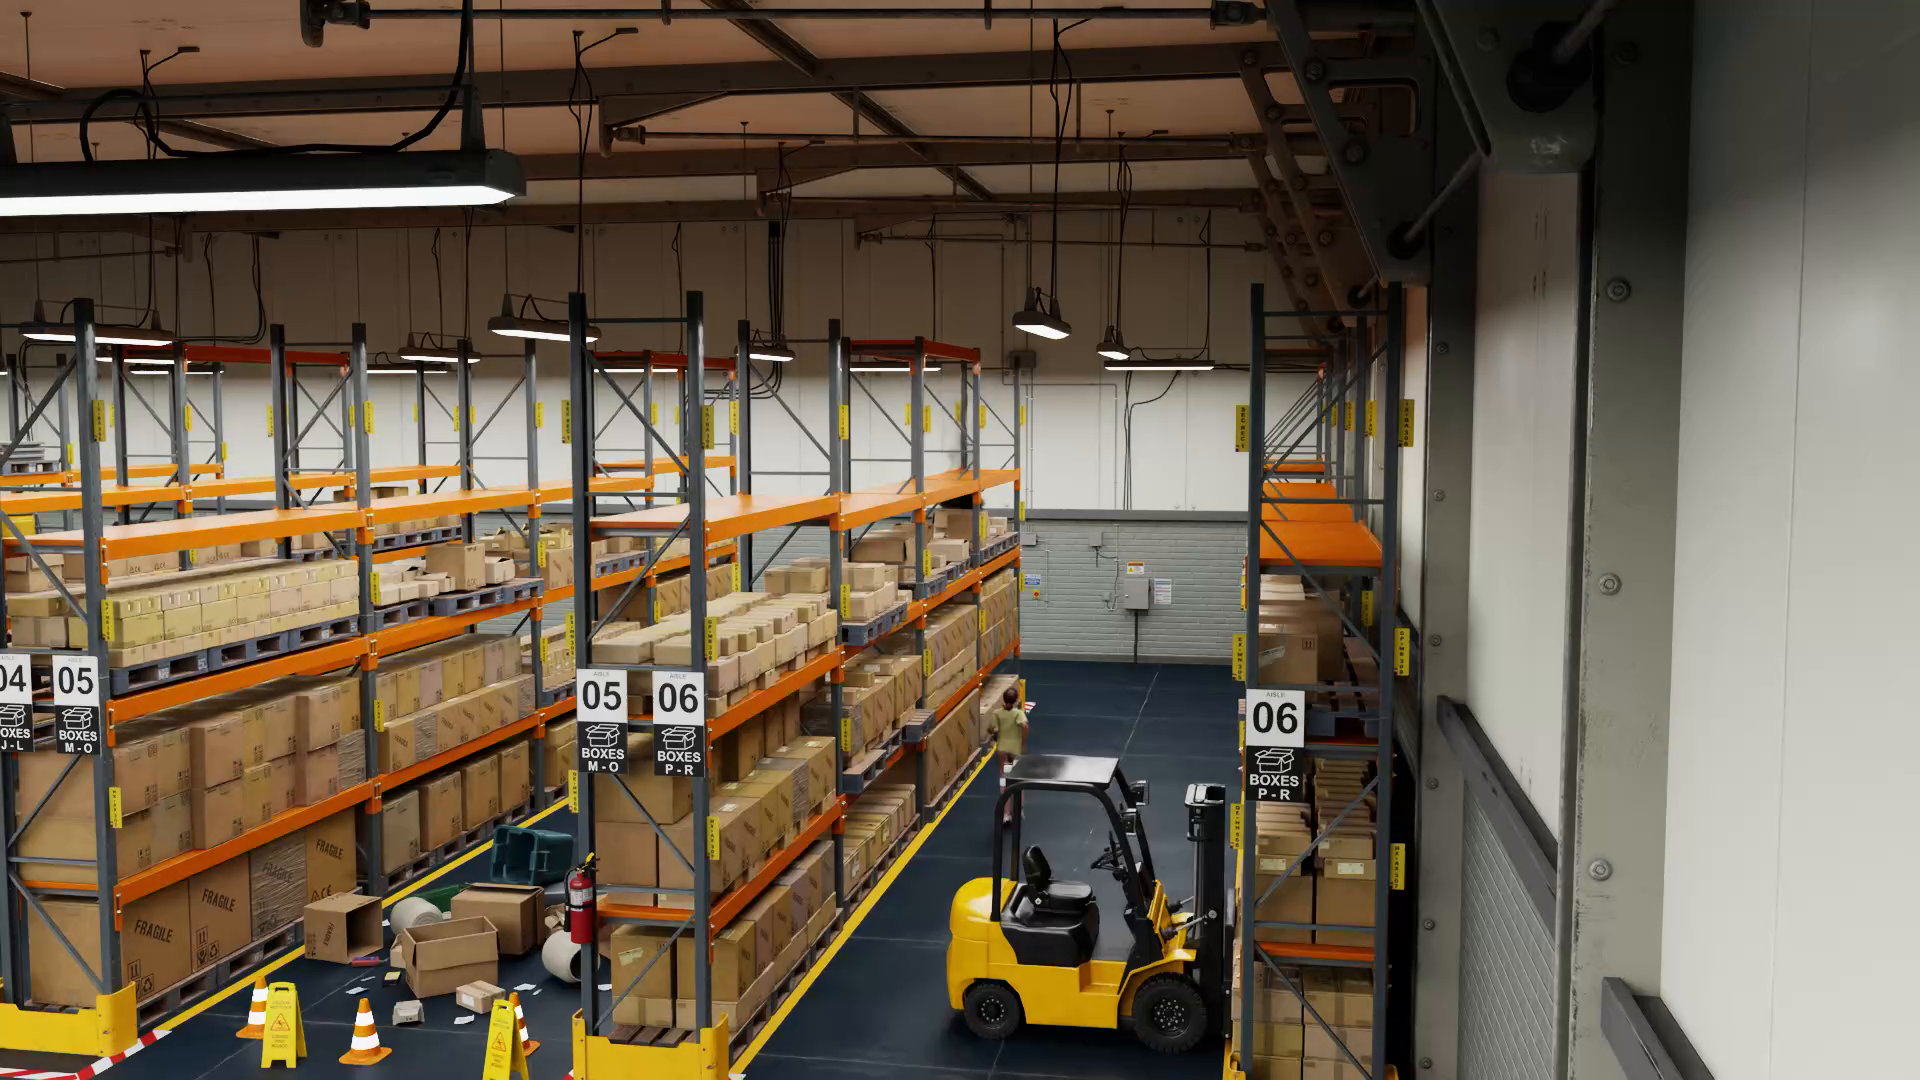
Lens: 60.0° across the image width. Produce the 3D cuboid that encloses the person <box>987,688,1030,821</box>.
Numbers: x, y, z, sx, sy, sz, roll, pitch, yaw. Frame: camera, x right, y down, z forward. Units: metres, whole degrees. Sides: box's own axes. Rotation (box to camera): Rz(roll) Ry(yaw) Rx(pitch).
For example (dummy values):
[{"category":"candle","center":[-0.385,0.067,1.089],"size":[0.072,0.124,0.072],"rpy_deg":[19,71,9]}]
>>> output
[{"category":"person","center":[0.616,2.687,20.671],"size":[0.571,1.675,0.688],"rpy_deg":[1,5,12]}]
